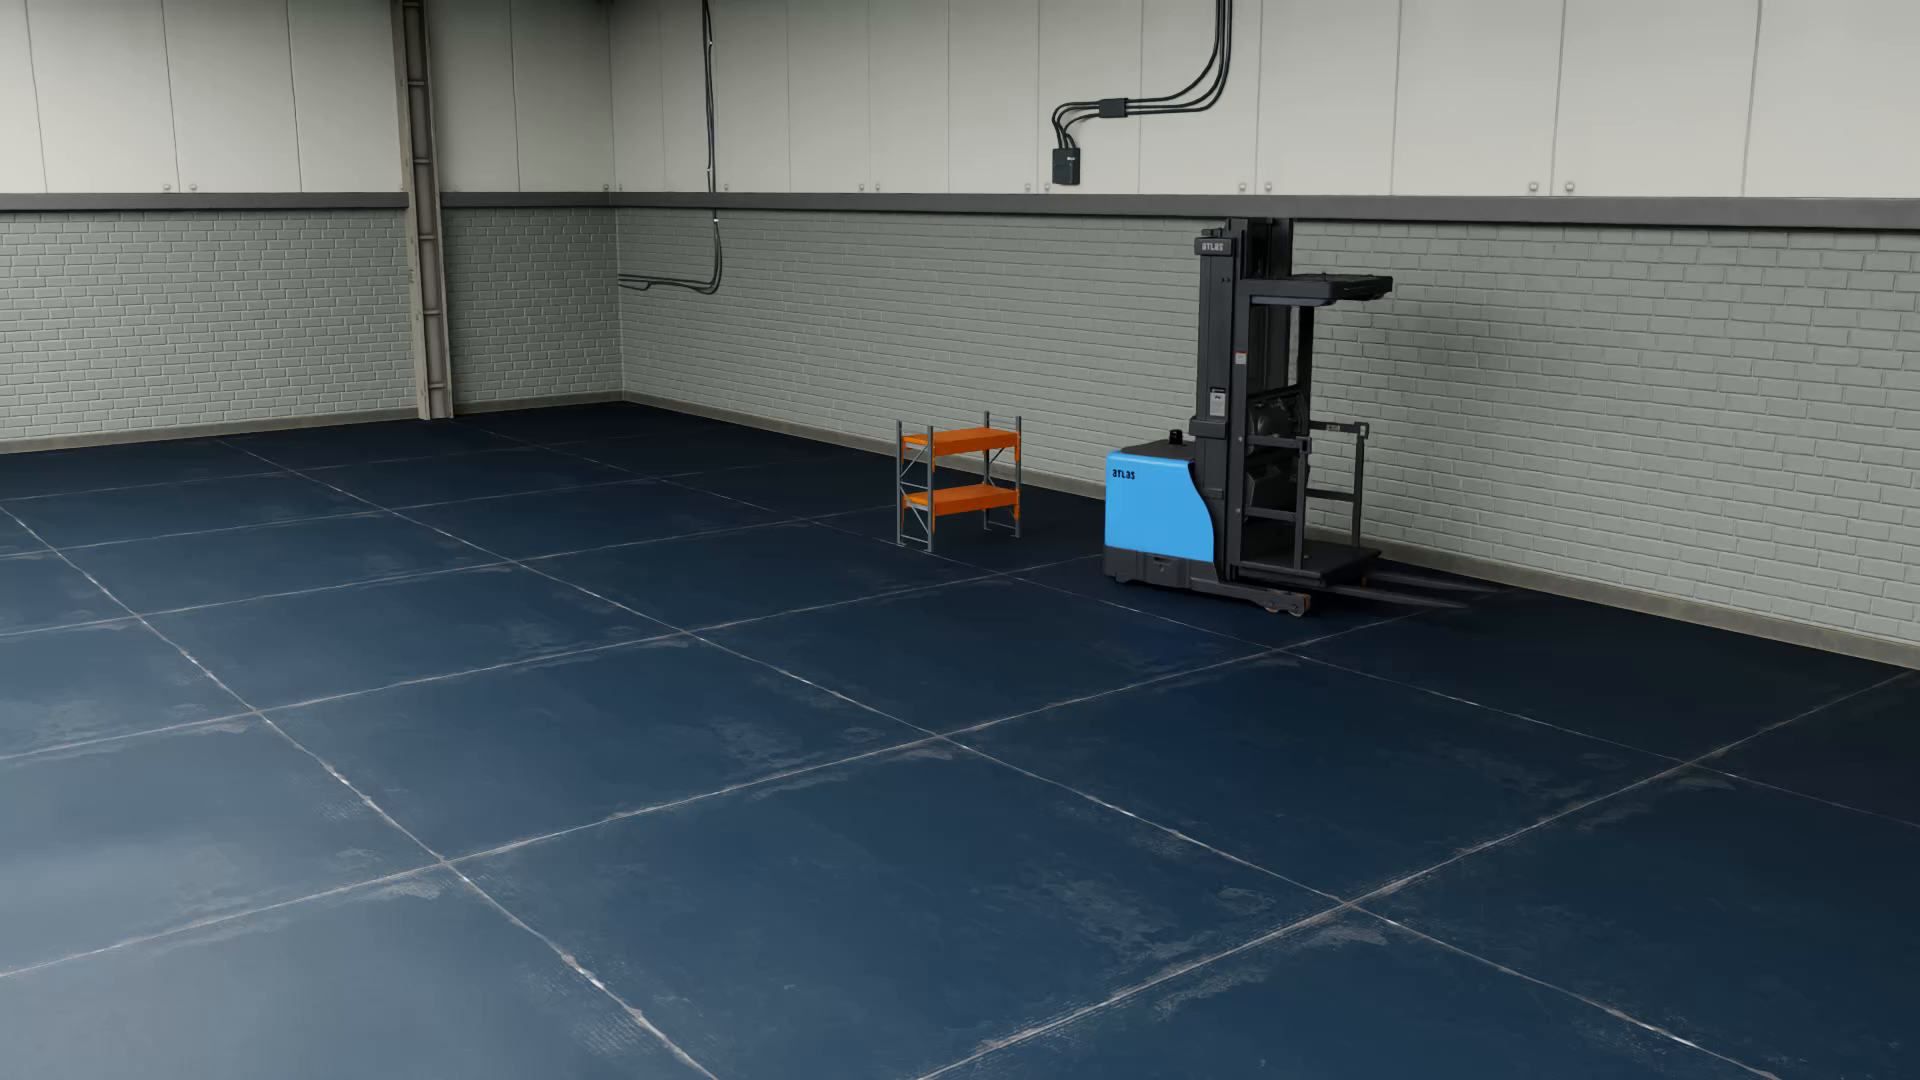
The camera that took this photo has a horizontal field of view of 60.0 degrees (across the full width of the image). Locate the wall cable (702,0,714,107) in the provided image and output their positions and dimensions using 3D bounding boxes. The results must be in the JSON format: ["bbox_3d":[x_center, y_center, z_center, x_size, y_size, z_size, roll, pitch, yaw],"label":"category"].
[{"bbox_3d":[-2.536,-6.799,20.923,0.112,2.526,3.097,-9,15,-38],"label":"wall cable"}]

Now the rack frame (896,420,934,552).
[{"bbox_3d":[-0.402,-0.483,14.818,0.032,1.125,0.500,-9,15,-38],"label":"rack frame"}]

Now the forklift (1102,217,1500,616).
[{"bbox_3d":[2.639,-0.981,12.815,3.031,2.935,1.130,9,15,37],"label":"forklift"}]

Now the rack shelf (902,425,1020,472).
[{"bbox_3d":[-0.005,-0.836,15.068,1.000,0.278,0.538,-9,15,-38],"label":"rack shelf"}]

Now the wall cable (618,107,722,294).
[{"bbox_3d":[-4.226,-4.768,23.514,0.112,2.526,3.097,-9,15,-38],"label":"wall cable"}]

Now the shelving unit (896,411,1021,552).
[{"bbox_3d":[-0.005,-0.549,15.129,1.048,1.125,0.538,-9,15,-38],"label":"shelving unit"}]

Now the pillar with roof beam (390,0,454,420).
[{"bbox_3d":[-4.663,-5.421,19.113,0.400,9.000,9.100,-9,15,-38],"label":"pillar with roof beam"}]

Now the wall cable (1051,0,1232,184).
[{"bbox_3d":[1.693,-6.408,15.577,0.169,6.003,2.305,-9,15,-38],"label":"wall cable"}]

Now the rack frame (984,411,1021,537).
[{"bbox_3d":[0.392,-0.615,15.440,0.032,1.125,0.500,-9,15,-38],"label":"rack frame"}]

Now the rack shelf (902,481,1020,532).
[{"bbox_3d":[-0.005,-0.310,15.180,1.000,0.278,0.538,-9,15,-38],"label":"rack shelf"}]
